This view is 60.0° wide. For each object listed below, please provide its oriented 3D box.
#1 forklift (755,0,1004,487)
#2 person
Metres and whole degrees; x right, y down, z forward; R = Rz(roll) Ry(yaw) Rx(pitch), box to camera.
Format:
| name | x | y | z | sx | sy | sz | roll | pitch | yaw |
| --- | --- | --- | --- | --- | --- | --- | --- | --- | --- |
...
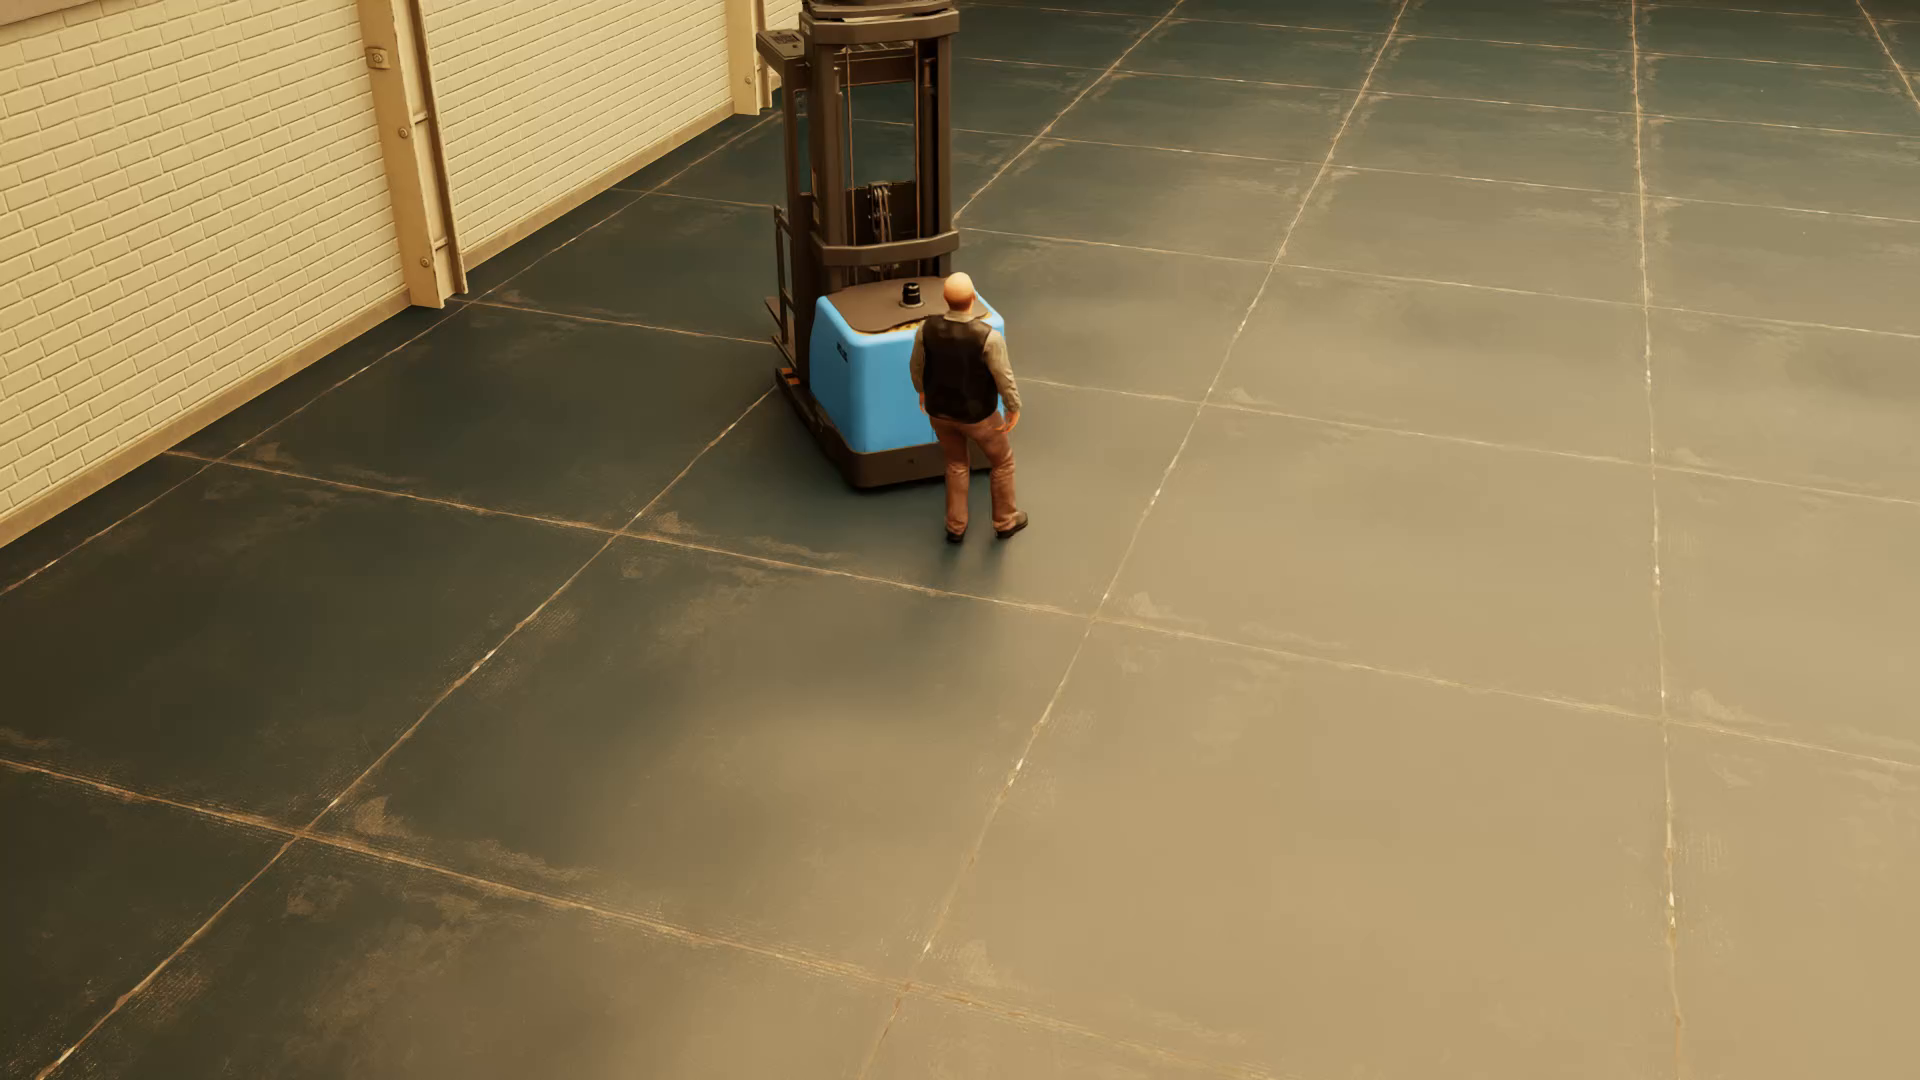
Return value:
| name | x | y | z | sx | sy | sz | roll | pitch | yaw |
| --- | --- | --- | --- | --- | --- | --- | --- | --- | --- |
| forklift | -0.688 | -2.321 | 11.209 | 1.130 | 2.935 | 3.031 | -10 | 31 | -17 |
| person | 0.062 | -0.793 | 9.790 | 0.662 | 1.709 | 0.561 | 12 | 32 | 20 |
